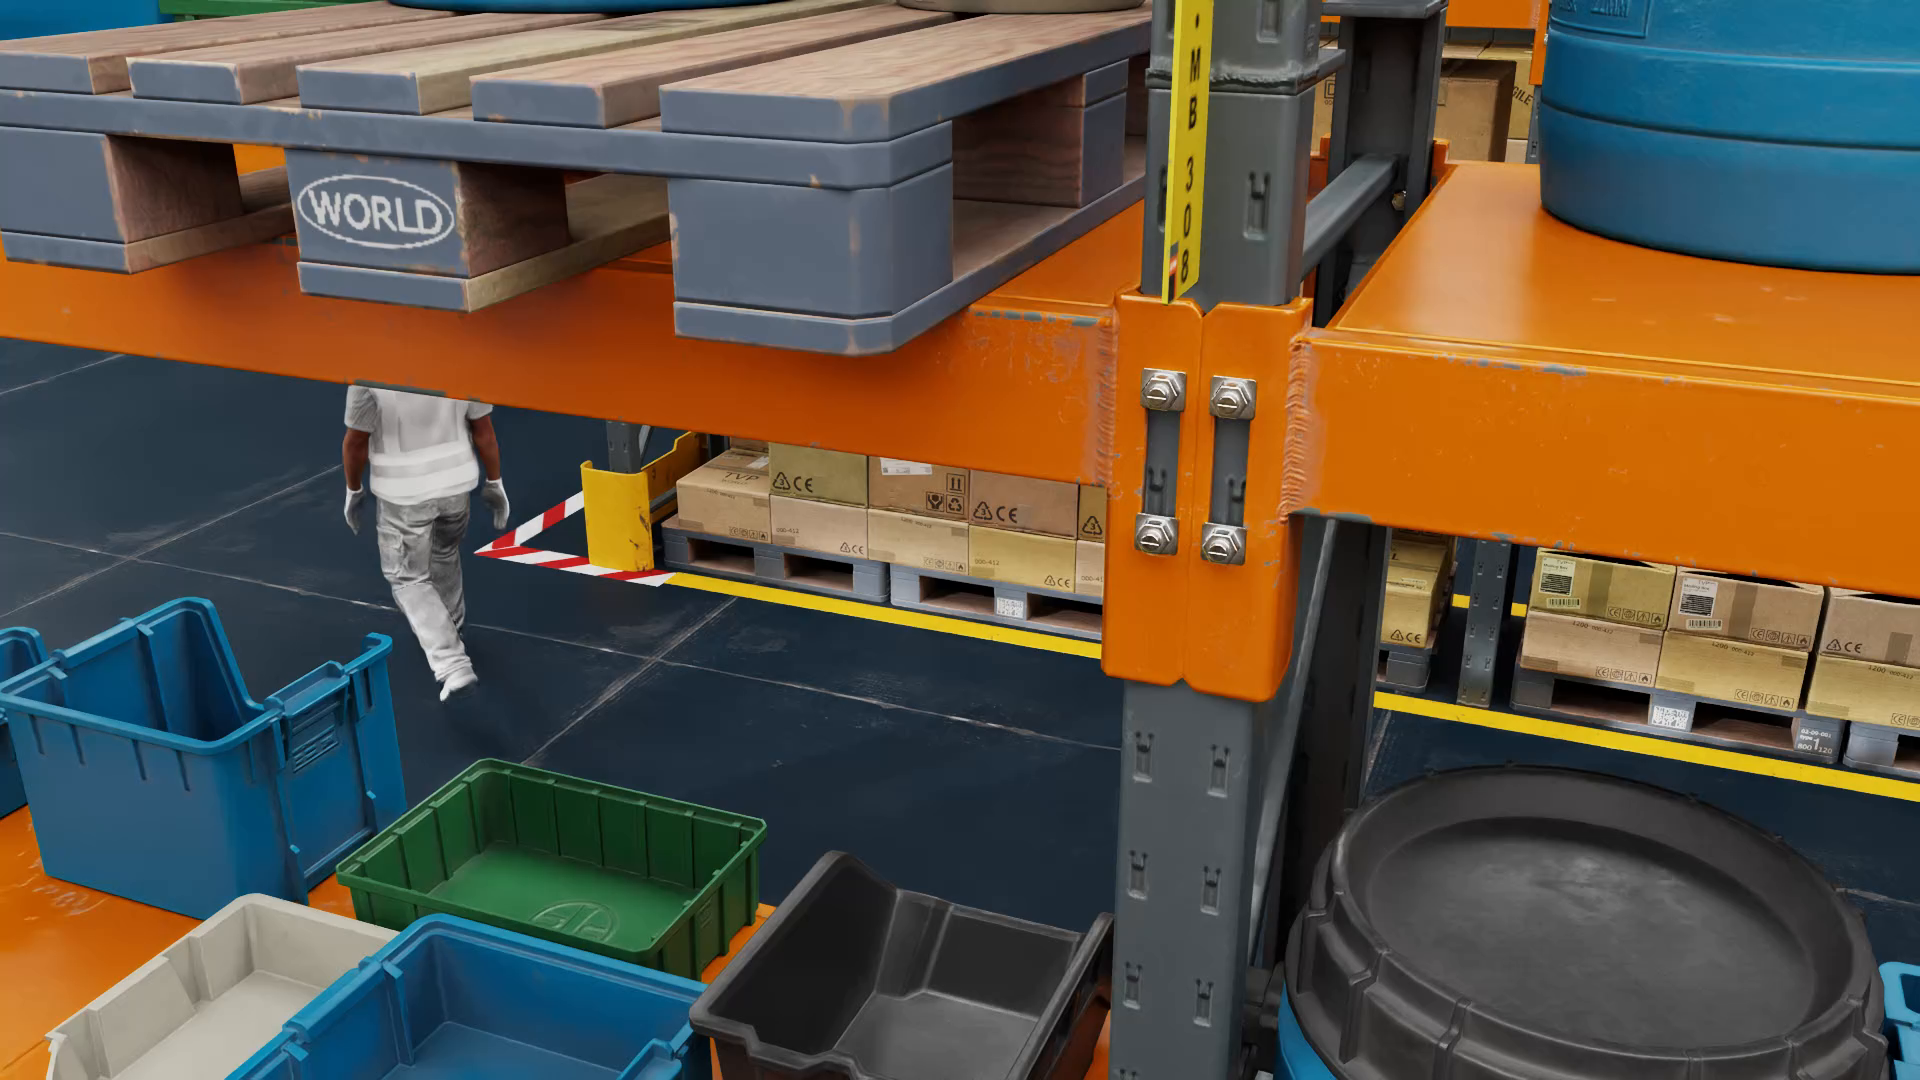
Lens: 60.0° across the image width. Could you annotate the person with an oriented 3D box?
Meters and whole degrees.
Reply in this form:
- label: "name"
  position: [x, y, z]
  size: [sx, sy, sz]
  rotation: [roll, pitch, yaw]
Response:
- label: "person"
  position: [-2.118, -0.211, 6.584]
  size: [0.587, 1.745, 0.976]
  rotation: [-17, 27, -35]
